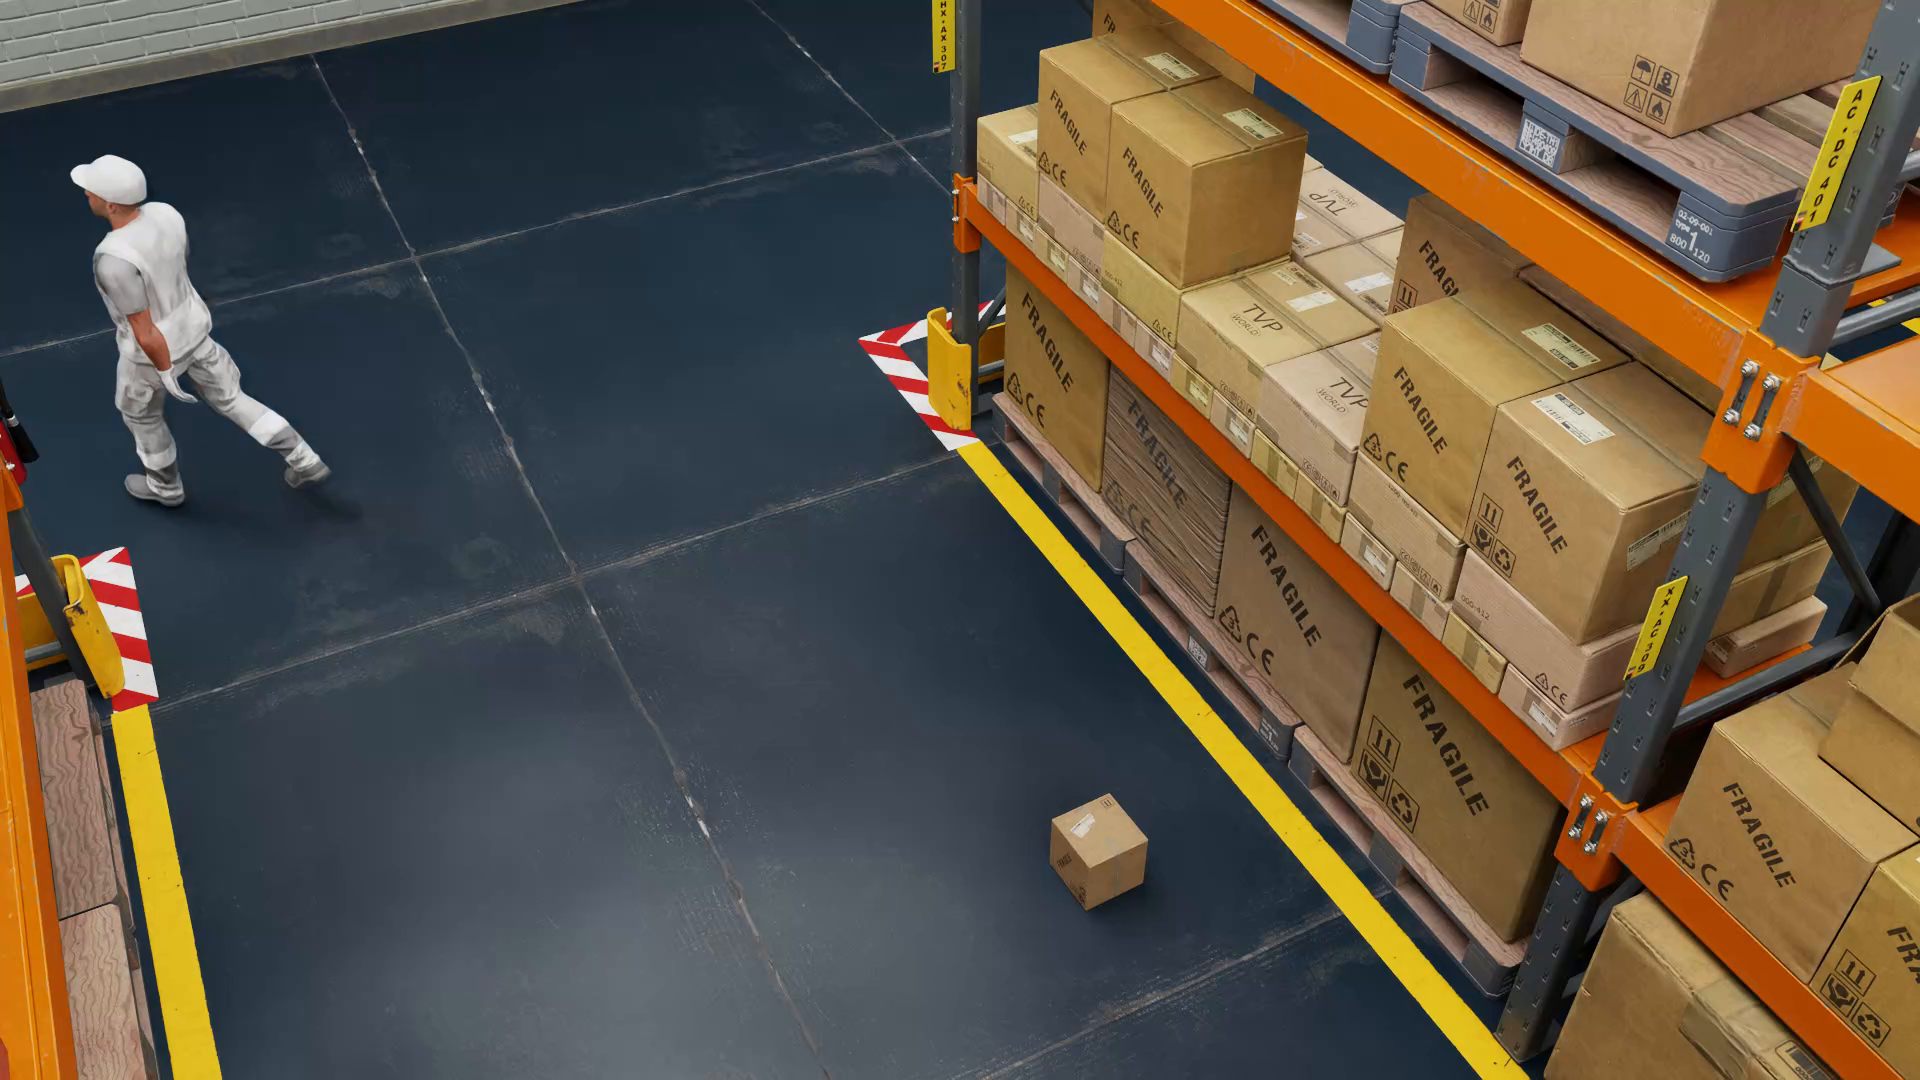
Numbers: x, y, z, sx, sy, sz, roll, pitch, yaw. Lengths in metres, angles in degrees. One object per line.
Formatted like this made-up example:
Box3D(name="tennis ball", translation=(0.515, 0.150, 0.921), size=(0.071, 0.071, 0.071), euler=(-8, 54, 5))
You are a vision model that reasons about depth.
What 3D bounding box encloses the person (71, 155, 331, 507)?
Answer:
Box3D(name="person", translation=(-3.366, -0.848, 7.113), size=(0.996, 1.754, 0.516), euler=(12, 42, 14))
